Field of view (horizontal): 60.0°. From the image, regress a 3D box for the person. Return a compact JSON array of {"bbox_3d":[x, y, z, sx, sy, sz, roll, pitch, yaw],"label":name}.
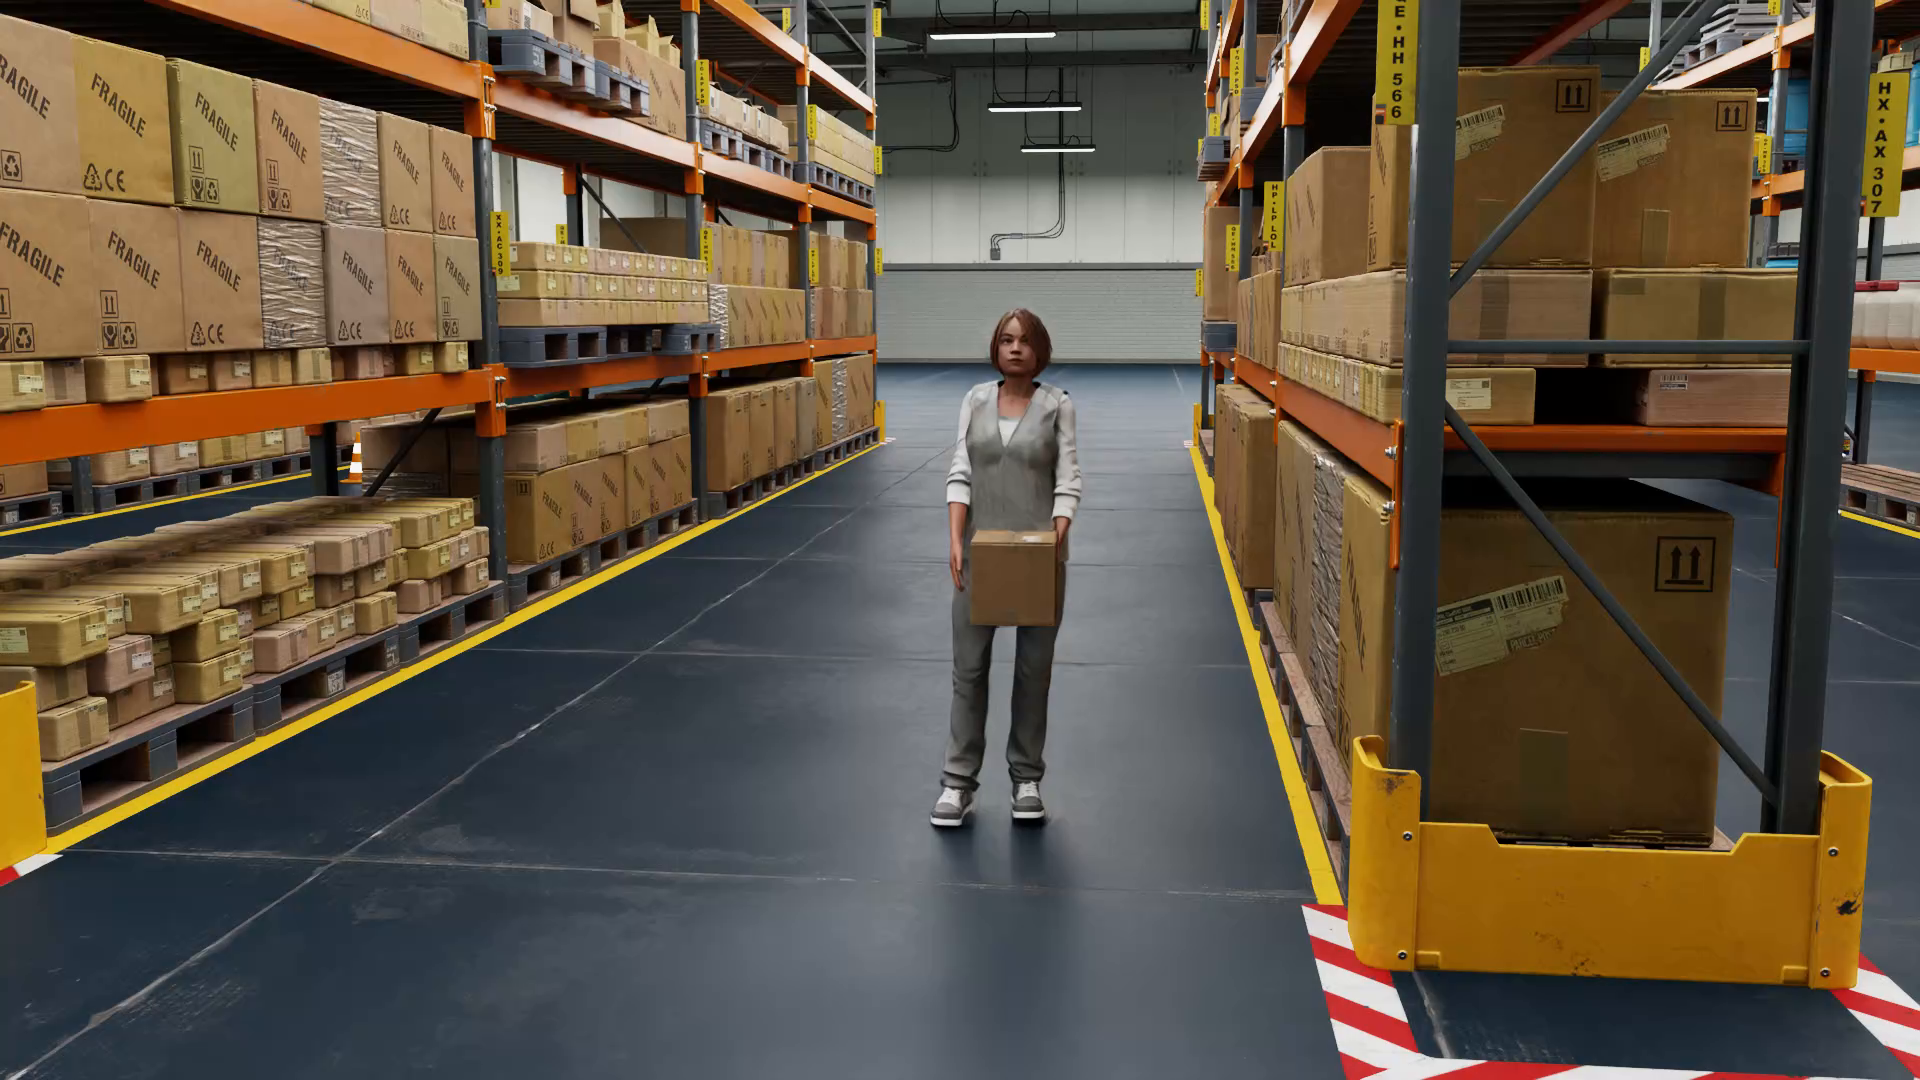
[{"bbox_3d":[0.154,0.083,5.194,0.451,1.601,0.437,1,8,9],"label":"person"}]
